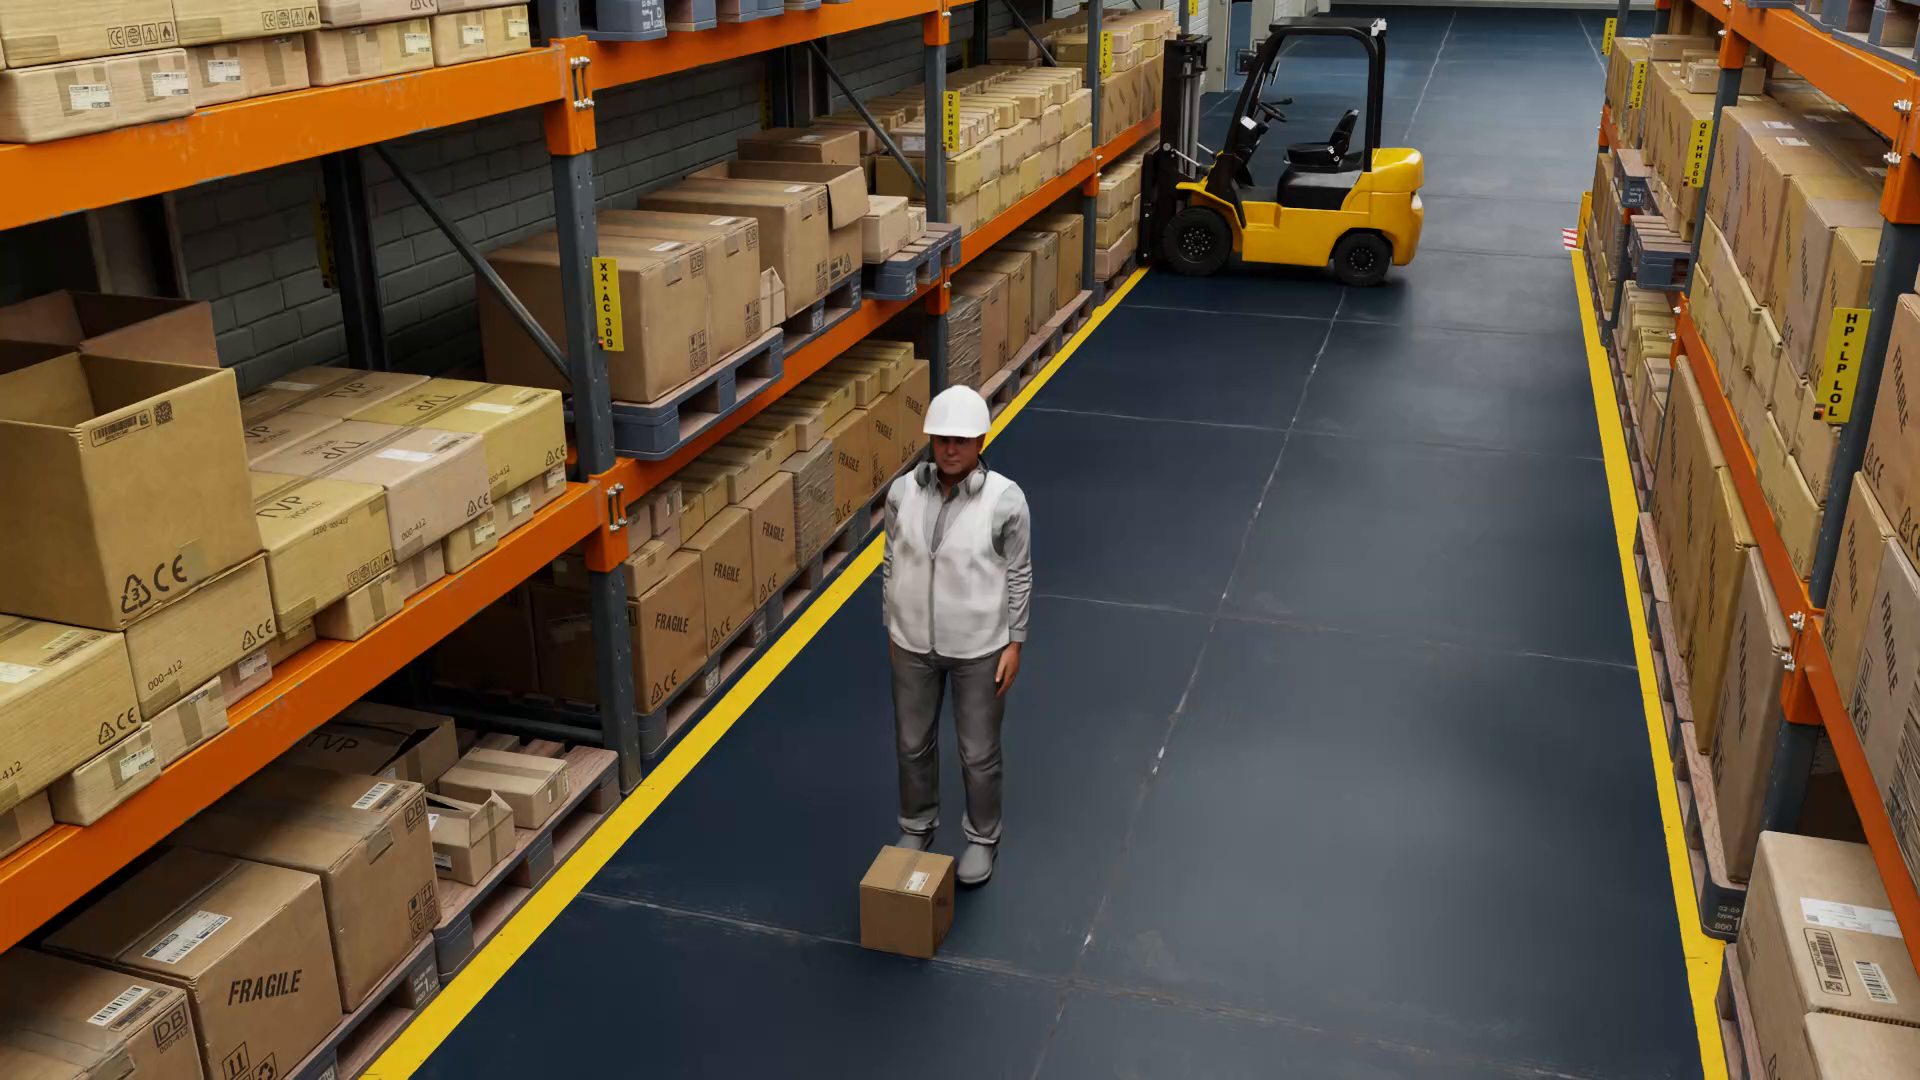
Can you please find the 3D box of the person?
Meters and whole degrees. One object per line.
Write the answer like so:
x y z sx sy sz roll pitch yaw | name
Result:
-0.021 0.351 5.716 0.534 1.799 0.361 7 23 17 | person
